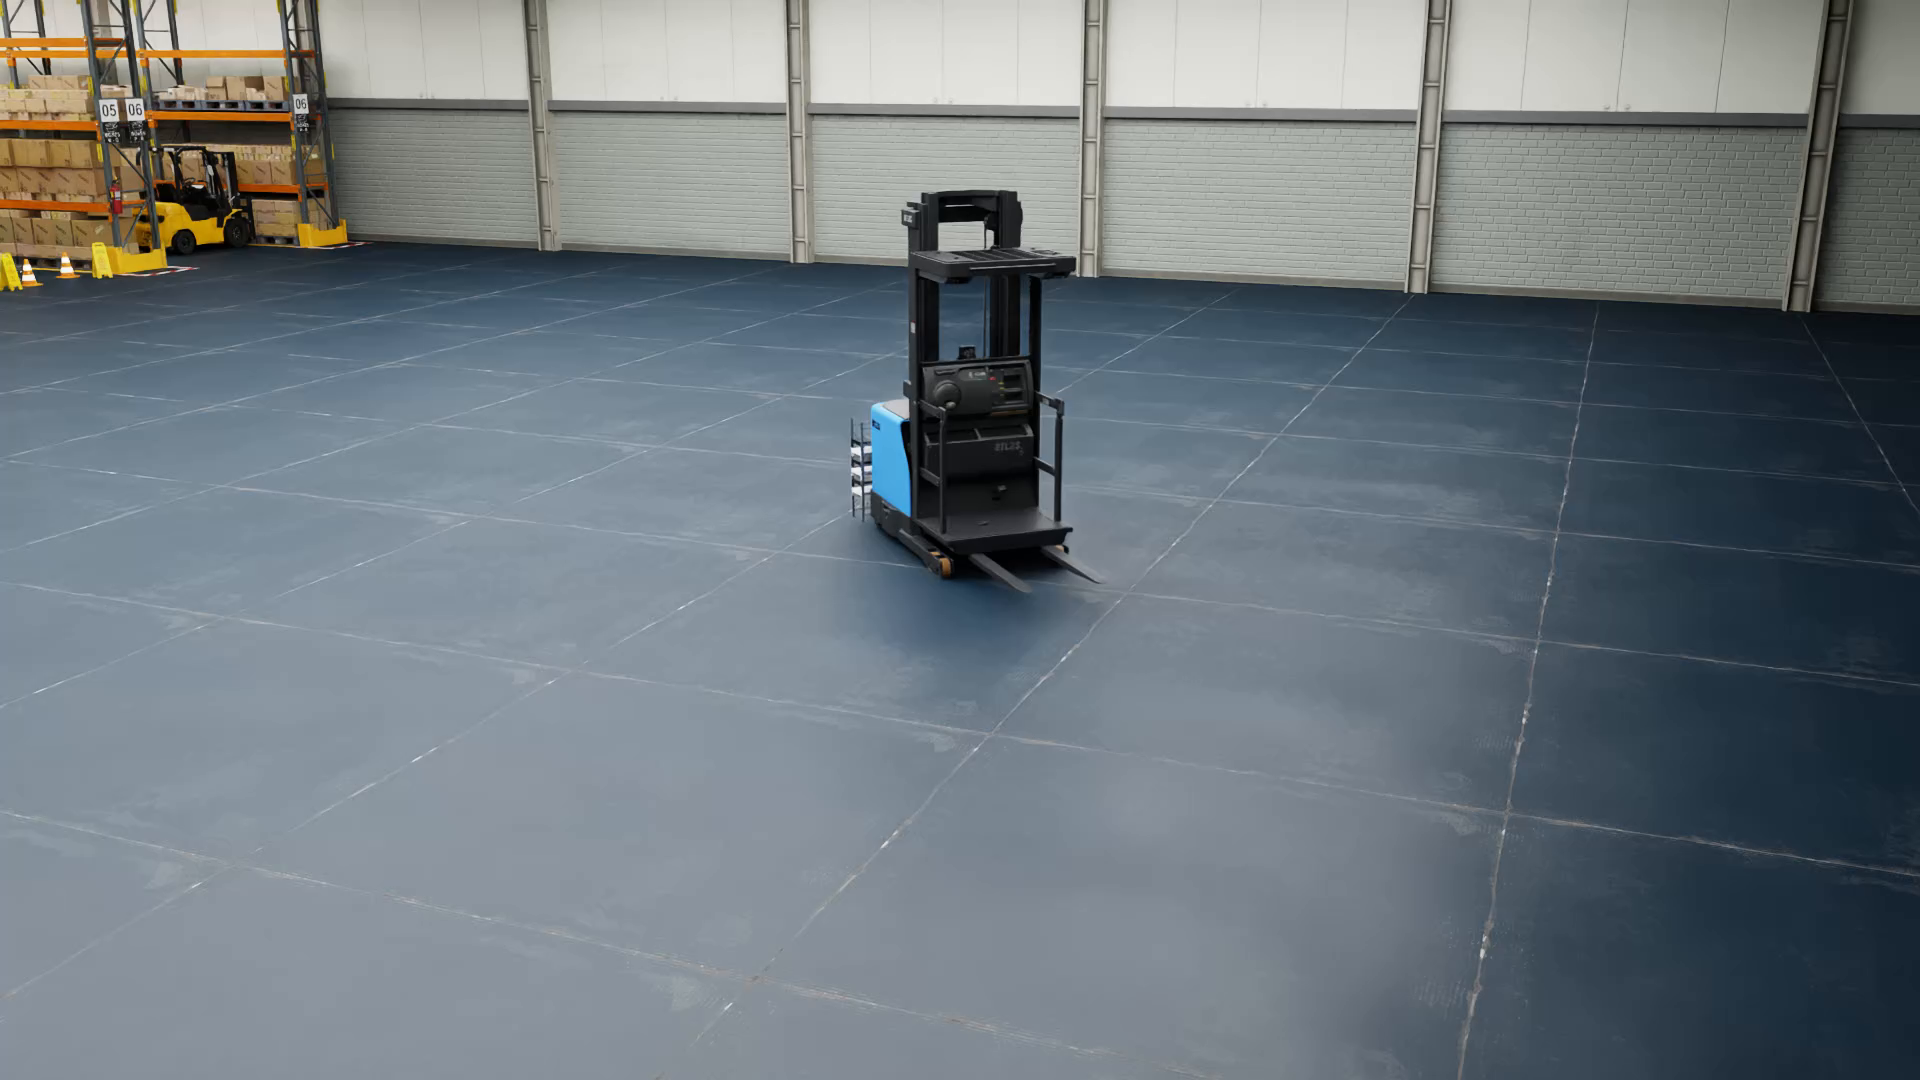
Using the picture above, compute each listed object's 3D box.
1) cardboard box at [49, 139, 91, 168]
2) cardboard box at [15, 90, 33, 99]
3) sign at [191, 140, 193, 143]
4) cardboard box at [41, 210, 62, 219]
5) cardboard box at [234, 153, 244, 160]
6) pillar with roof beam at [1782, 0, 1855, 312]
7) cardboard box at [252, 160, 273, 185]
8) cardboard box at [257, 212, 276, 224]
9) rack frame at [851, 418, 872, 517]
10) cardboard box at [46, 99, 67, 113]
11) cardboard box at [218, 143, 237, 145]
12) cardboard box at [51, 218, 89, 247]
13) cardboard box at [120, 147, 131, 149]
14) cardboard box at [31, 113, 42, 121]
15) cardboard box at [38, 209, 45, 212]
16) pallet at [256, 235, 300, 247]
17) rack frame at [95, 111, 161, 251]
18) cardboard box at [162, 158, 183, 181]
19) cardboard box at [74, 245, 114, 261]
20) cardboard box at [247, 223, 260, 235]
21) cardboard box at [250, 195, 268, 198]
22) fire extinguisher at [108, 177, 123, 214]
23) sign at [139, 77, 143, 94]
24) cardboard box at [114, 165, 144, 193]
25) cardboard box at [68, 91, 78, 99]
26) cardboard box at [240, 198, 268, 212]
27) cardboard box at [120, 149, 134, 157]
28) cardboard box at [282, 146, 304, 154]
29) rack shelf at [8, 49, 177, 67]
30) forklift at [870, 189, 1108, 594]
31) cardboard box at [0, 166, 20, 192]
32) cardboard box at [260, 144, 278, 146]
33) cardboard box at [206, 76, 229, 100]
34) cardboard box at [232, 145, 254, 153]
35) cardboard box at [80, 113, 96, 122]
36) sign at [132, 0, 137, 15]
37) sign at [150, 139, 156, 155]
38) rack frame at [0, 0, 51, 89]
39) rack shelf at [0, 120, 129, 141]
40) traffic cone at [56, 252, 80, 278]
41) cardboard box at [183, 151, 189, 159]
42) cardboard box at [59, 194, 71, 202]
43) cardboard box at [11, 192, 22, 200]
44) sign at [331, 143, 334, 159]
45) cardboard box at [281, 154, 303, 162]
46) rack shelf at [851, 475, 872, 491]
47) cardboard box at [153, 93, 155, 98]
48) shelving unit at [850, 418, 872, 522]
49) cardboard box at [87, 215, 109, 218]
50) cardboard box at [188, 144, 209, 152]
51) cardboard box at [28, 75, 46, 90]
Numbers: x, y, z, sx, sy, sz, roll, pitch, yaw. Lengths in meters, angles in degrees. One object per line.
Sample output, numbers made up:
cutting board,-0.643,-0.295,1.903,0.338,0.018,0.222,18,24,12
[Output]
cardboard box,-16.842,-7.372,31.682,0.500,0.500,0.700,6,17,21
cardboard box,-17.680,-8.461,31.578,0.250,0.149,0.380,7,18,22
sign,-17.520,-8.947,37.916,0.005,0.325,0.100,6,17,21
cardboard box,-17.503,-6.293,32.141,0.250,0.149,0.380,7,18,23
cardboard box,-15.628,-8.387,36.340,0.250,0.149,0.380,6,17,21
pillar with roof beam,12.010,-6.940,21.939,0.400,9.000,9.100,6,17,21
cardboard box,-15.034,-8.025,36.258,0.500,0.500,0.500,7,18,22
cardboard box,-15.031,-7.084,36.476,0.500,0.250,0.500,6,17,20
rack frame,-0.857,-0.655,14.816,0.240,0.900,0.006,-9,18,-28
cardboard box,-16.856,-8.201,31.398,0.500,0.250,0.500,6,17,20
cardboard box,-16.355,-8.796,37.215,0.250,0.149,0.380,6,17,20
cardboard box,-17.146,-5.960,32.157,0.500,0.500,0.500,7,18,23
cardboard box,-19.137,-8.944,38.259,0.250,0.149,0.380,6,17,20
cardboard box,-17.434,-8.074,31.675,0.250,0.149,0.380,6,17,19
cardboard box,-21.915,-7.747,39.208,0.500,0.500,0.500,7,18,22
pallet,-14.728,-6.668,36.763,1.213,0.211,1.003,6,17,21
rack frame,-15.819,-6.652,31.706,0.127,3.000,1.000,6,17,21
cardboard box,-17.405,-8.284,37.148,0.500,0.500,0.500,6,17,19
cardboard box,-16.692,-5.548,32.084,0.500,0.250,0.500,6,17,20
cardboard box,-15.475,-6.894,36.718,0.500,0.250,0.500,6,17,21
cardboard box,-15.780,-7.558,37.211,0.500,0.250,0.500,6,17,20
fire extinguisher,-15.881,-6.484,31.265,0.183,0.674,0.296,6,17,21
sign,-15.620,-8.653,31.651,0.005,0.325,0.100,6,17,21
cardboard box,-16.157,-6.963,32.066,0.500,0.500,0.500,6,17,20
cardboard box,-16.467,-8.349,31.193,0.250,0.149,0.380,7,17,22
cardboard box,-15.494,-7.367,36.555,0.500,0.250,0.500,7,17,21
cardboard box,-18.869,-8.739,37.552,0.250,0.149,0.380,6,17,19
cardboard box,-14.411,-8.424,35.934,0.250,0.149,0.380,6,17,21
rack shelf,-19.582,-10.897,37.576,4.000,0.370,1.077,6,17,21
forklift,0.228,-1.234,13.168,1.130,2.935,3.031,-6,17,-21
cardboard box,-18.295,-7.035,32.312,0.500,0.500,0.500,6,17,20
cardboard box,-15.196,-8.640,36.679,0.250,0.149,0.380,7,18,22
cardboard box,-15.948,-9.862,36.266,0.637,0.503,0.797,7,18,22
cardboard box,-15.635,-8.529,36.294,0.250,0.149,0.380,7,17,22
cardboard box,-16.253,-7.936,31.199,0.250,0.149,0.380,6,17,21
sign,-17.910,-11.575,36.085,0.005,0.325,0.100,6,17,21
sign,-17.912,-8.725,36.913,0.005,0.325,0.100,6,17,21
rack frame,-21.443,-11.639,38.125,0.127,3.000,1.000,6,17,21
rack shelf,-17.679,-7.952,32.093,4.000,0.370,1.077,6,17,21
traffic cone,-16.692,-5.143,31.059,0.334,0.463,0.336,6,17,21
cardboard box,-17.028,-8.562,36.943,0.250,0.149,0.380,6,17,21
cardboard box,-17.003,-6.561,31.846,0.250,0.149,0.380,7,17,22
cardboard box,-18.178,-6.692,32.294,0.250,0.149,0.380,6,17,21
sign,-13.792,-8.537,36.504,0.005,0.325,0.100,6,17,21
cardboard box,-14.426,-8.262,35.910,0.250,0.149,0.380,7,17,21
rack shelf,-0.808,-0.512,14.765,0.258,0.077,0.200,-9,18,-28
cardboard box,-18.439,-10.056,37.570,0.250,0.149,0.380,6,17,21
shelving unit,-0.808,-0.630,14.731,0.258,0.900,0.210,-9,18,-28
cardboard box,-16.978,-6.102,32.646,0.500,0.500,0.500,6,17,19
cardboard box,-16.815,-8.662,36.753,0.250,0.149,0.380,7,17,22
cardboard box,-20.858,-10.359,37.984,0.500,0.500,0.500,6,17,21
